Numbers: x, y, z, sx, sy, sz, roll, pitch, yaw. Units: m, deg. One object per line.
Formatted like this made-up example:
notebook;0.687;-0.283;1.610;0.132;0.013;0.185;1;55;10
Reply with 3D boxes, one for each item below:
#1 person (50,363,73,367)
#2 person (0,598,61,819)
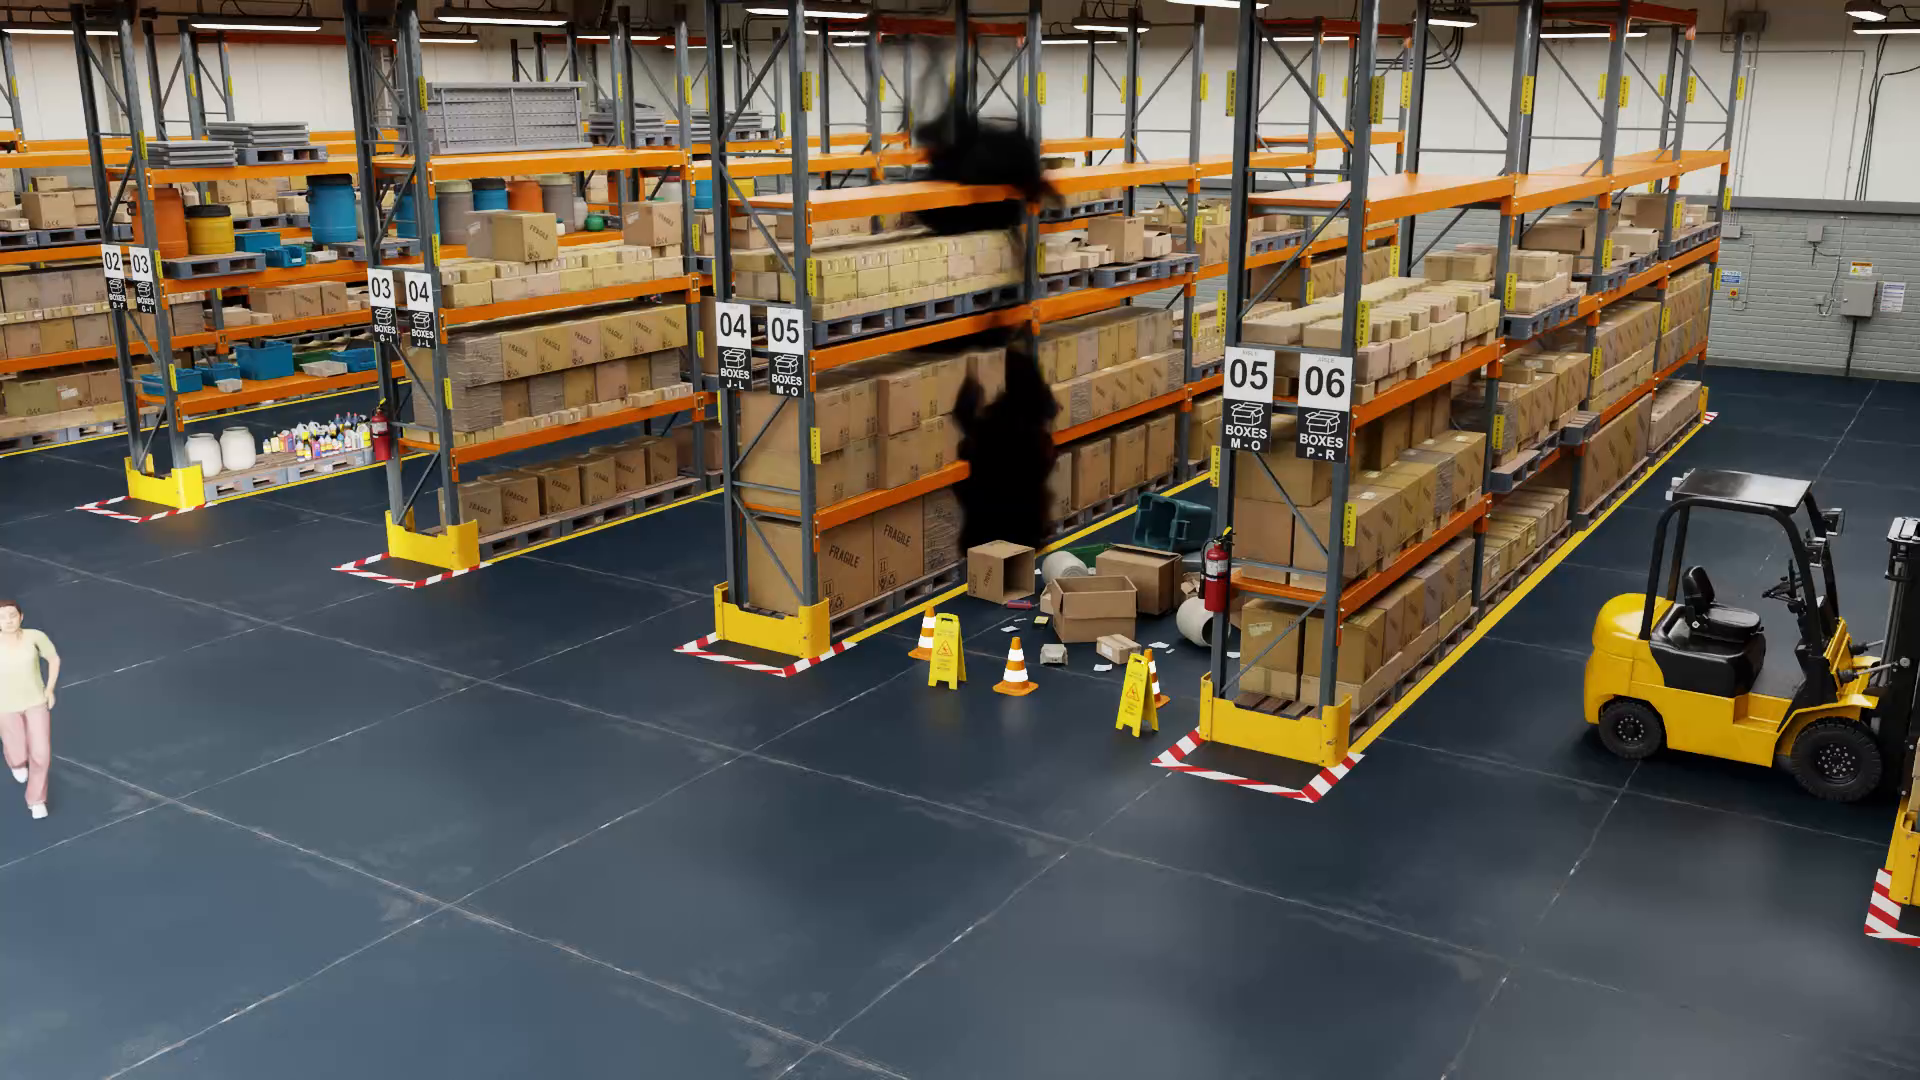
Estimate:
person;-14.059;-2.781;25.941;0.687;1.751;0.675;8;18;27
person;-6.784;1.169;12.022;0.569;1.621;0.622;-10;18;-31
